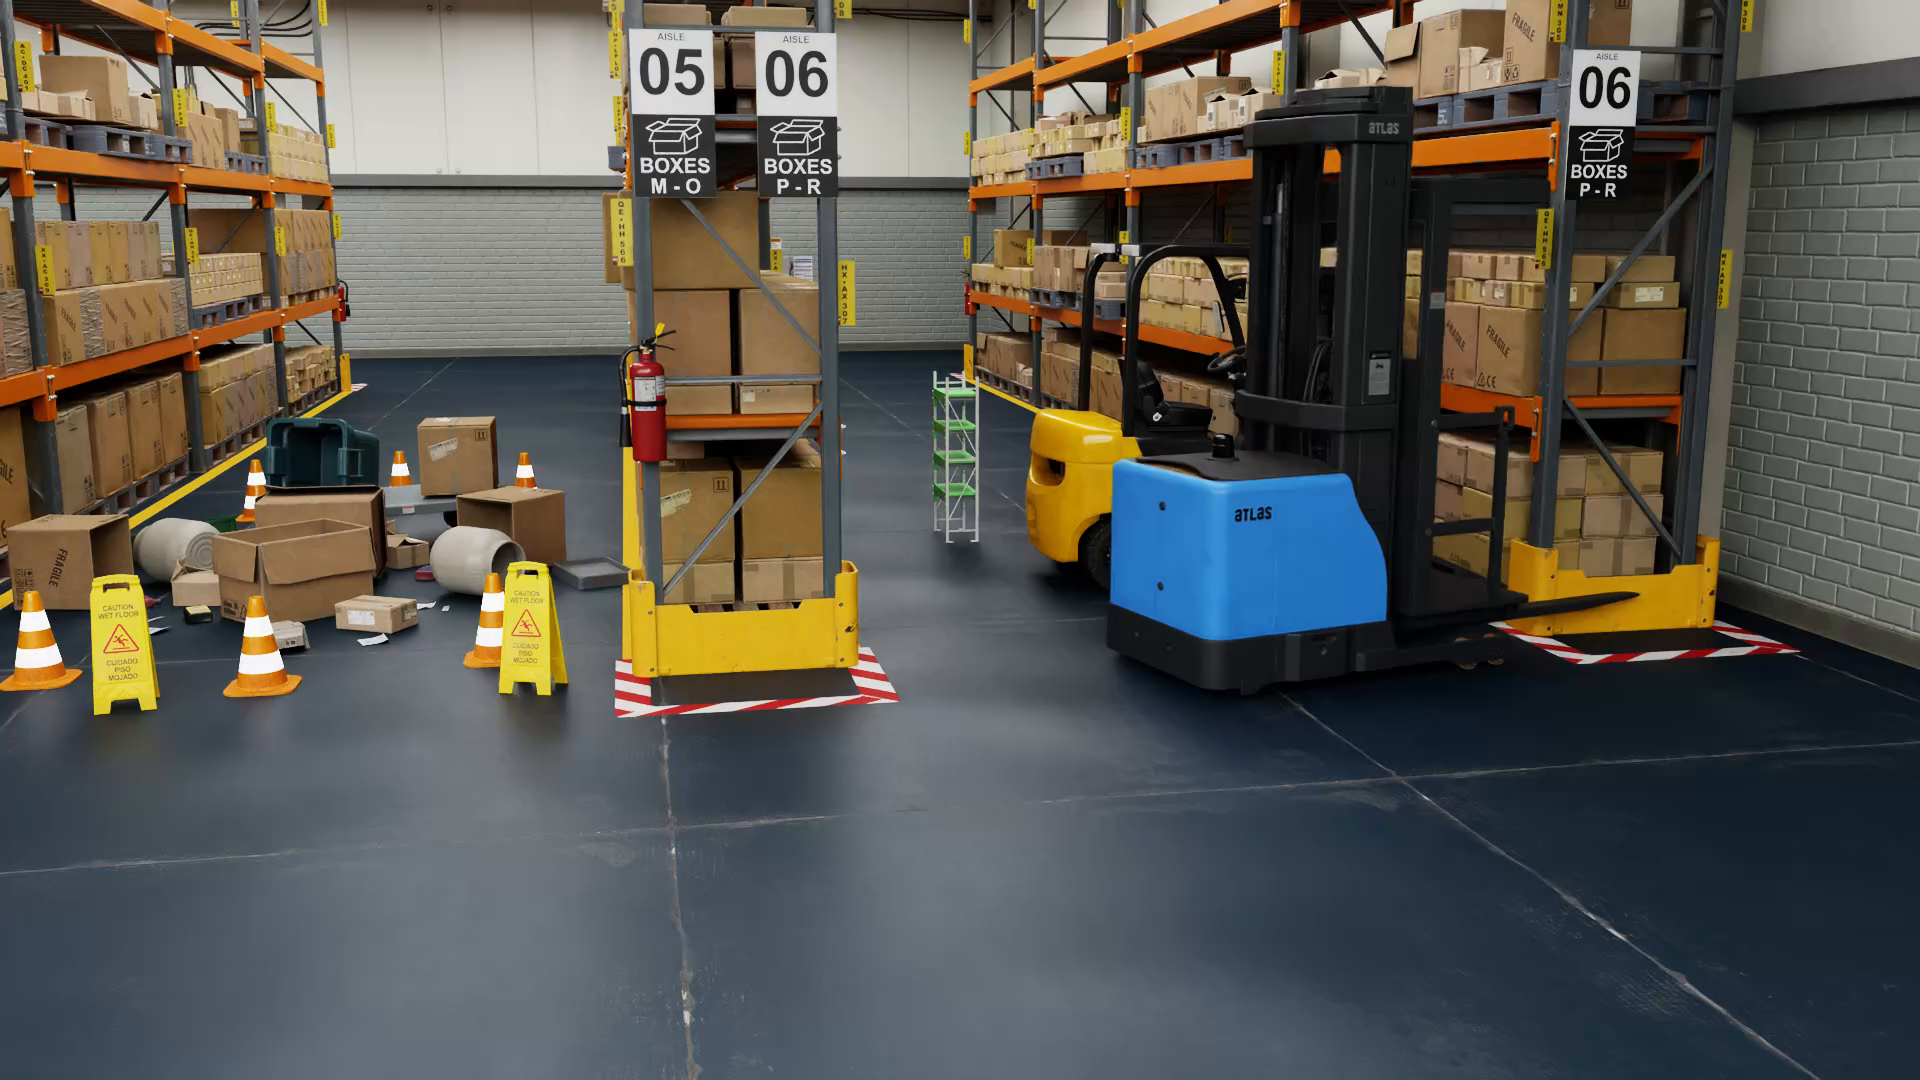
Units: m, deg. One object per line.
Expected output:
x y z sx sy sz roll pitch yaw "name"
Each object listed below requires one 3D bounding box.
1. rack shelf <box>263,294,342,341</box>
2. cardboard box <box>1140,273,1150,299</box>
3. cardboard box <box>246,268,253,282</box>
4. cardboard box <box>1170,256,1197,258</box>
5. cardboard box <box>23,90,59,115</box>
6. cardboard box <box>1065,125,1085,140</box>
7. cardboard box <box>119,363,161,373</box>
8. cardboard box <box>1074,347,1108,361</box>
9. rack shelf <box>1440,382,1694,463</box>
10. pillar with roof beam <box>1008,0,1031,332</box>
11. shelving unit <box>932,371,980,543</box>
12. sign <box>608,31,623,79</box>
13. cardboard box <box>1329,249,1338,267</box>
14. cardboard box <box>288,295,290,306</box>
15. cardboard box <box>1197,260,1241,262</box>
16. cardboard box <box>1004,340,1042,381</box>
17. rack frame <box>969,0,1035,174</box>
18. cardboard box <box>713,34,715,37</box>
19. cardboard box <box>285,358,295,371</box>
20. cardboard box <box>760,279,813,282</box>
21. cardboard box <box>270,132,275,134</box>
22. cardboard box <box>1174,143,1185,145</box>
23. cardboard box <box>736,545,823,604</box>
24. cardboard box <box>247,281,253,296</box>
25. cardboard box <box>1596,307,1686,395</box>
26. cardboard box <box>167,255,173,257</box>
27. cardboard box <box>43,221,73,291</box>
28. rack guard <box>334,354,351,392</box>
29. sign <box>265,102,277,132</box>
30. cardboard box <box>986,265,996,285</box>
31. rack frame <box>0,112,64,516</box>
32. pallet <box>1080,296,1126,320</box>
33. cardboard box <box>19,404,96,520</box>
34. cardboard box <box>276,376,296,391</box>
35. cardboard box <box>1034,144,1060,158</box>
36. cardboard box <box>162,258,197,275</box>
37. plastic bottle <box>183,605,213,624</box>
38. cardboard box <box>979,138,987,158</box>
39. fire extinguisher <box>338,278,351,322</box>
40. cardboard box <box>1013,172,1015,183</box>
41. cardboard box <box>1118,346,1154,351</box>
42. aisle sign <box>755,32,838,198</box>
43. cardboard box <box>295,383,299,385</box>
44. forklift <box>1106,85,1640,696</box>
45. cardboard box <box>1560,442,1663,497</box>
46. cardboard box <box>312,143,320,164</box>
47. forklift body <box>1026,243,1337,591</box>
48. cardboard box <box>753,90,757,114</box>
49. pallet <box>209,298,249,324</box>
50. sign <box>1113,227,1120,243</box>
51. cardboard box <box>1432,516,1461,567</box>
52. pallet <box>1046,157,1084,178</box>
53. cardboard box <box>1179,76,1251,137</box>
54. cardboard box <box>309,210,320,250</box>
-8.674 -2.823 20.929 1.077 0.370 4.000 -2 11 -11 "rack shelf"
2.019 -2.536 16.563 0.500 0.250 0.500 -2 11 -11 "cardboard box"
-7.916 -2.879 18.052 0.380 0.149 0.250 -2 11 -9 "cardboard box"
2.250 -2.811 17.552 0.500 0.500 0.500 -2 11 -8 "cardboard box"
-6.688 -3.147 11.967 0.250 0.149 0.380 -2 11 -11 "cardboard box"
1.404 -4.590 18.752 0.380 0.149 0.250 -2 11 -11 "cardboard box"
-7.898 -1.538 15.813 0.500 0.250 0.500 -2 11 -12 "cardboard box"
1.543 -2.173 19.421 0.380 0.149 0.250 -2 11 -9 "cardboard box"
3.364 -1.002 11.361 1.077 0.370 4.000 -2 11 -11 "rack shelf"
-3.222 -7.241 26.171 9.100 9.000 0.400 -2 11 -11 "pillar with roof beam"
-0.032 -0.620 12.244 0.258 1.200 0.503 -2 11 -11 "shelving unit"
-2.437 -3.441 11.794 0.100 0.325 0.005 -2 11 -11 "sign"
2.893 -2.024 12.013 0.380 0.149 0.250 -2 11 -10 "cardboard box"
-8.293 -2.892 20.038 0.380 0.149 0.250 -3 11 -14 "cardboard box"
2.377 -2.474 15.168 0.380 0.149 0.250 -2 11 -11 "cardboard box"
0.997 -2.437 22.540 0.700 0.500 0.500 -3 11 -13 "cardboard box"
0.641 -6.870 24.223 1.000 3.000 0.127 -2 11 -11 "rack frame"
-1.616 -2.838 9.599 0.380 0.149 0.250 -2 11 -13 "cardboard box"
-8.315 -2.122 20.236 0.380 0.149 0.250 -2 11 -12 "cardboard box"
-1.140 -1.288 9.876 0.500 0.500 0.500 -2 11 -12 "cardboard box"
-8.125 -4.764 19.179 0.380 0.149 0.250 -3 11 -13 "cardboard box"
2.360 -4.127 17.169 0.380 0.149 0.250 -2 11 -10 "cardboard box"
-1.001 0.179 9.462 0.500 0.250 0.500 -2 11 -11 "cardboard box"
-7.916 -2.733 18.083 0.380 0.149 0.250 -2 11 -11 "cardboard box"
3.929 -1.138 9.887 0.500 0.500 0.500 -2 11 -9 "cardboard box"
-8.456 -2.905 17.393 0.380 0.149 0.250 -2 11 -11 "cardboard box"
-6.934 -2.068 12.095 0.700 0.500 0.500 -2 11 -12 "cardboard box"
-9.049 -2.301 22.949 1.175 0.500 0.348 -2 11 -11 "rack guard"
-7.742 -4.751 18.678 0.100 0.325 0.005 -2 11 -11 "sign"
0.665 -3.717 23.308 0.500 0.250 0.500 -2 11 -12 "cardboard box"
-6.729 -1.342 11.226 1.000 3.000 0.127 -2 11 -11 "rack frame"
1.996 -2.483 17.733 1.213 0.211 1.003 -2 11 -11 "pallet"
-6.938 -0.554 11.978 1.050 0.750 0.750 -2 11 -11 "cardboard box"
-8.042 -1.839 19.544 0.380 0.149 0.250 -2 11 -8 "cardboard box"
1.103 -4.677 20.004 0.380 0.149 0.250 -2 11 -10 "cardboard box"
-7.462 -2.592 15.749 0.380 0.149 0.250 -2 11 -13 "cardboard box"
-4.482 0.431 9.769 0.133 0.061 0.283 -6 13 -31 "plastic bottle"
0.561 -5.530 23.474 0.500 0.250 0.500 -2 11 -11 "cardboard box"
-8.660 -3.385 23.162 0.296 0.674 0.183 -2 11 -11 "fire extinguisher"
0.904 -4.784 21.960 0.380 0.149 0.250 -2 11 -9 "cardboard box"
2.067 -2.193 19.525 0.380 0.149 0.250 -2 11 -10 "cardboard box"
-0.799 -2.084 8.171 0.394 0.787 0.004 -2 11 -11 "aisle sign"
-8.290 -1.831 20.295 0.380 0.149 0.250 -2 11 -12 "cardboard box"
2.338 -0.849 8.821 3.031 2.935 1.130 -5 12 -25 "forklift"
3.845 -0.430 9.990 0.500 0.250 0.500 -2 11 -12 "cardboard box"
-8.623 -5.020 21.588 0.500 0.250 0.500 -2 11 -13 "cardboard box"
1.594 -0.853 10.924 2.313 2.155 1.214 -2 11 -11 "forklift body"
-0.862 -2.230 8.539 0.380 0.149 0.250 -2 11 -11 "cardboard box"
-7.933 -2.343 16.998 1.003 0.211 1.213 -2 11 -11 "pallet"
1.962 -3.779 20.931 0.100 0.325 0.005 -2 11 -11 "sign"
3.264 -0.010 10.458 0.500 0.250 0.500 -2 11 -11 "cardboard box"
1.681 -4.258 19.026 1.213 0.211 1.003 -2 11 -11 "pallet"
2.297 -3.905 15.011 0.500 0.500 0.500 -2 11 -10 "cardboard box"
-8.522 -3.967 21.277 0.500 0.500 0.500 -2 11 -8 "cardboard box"
